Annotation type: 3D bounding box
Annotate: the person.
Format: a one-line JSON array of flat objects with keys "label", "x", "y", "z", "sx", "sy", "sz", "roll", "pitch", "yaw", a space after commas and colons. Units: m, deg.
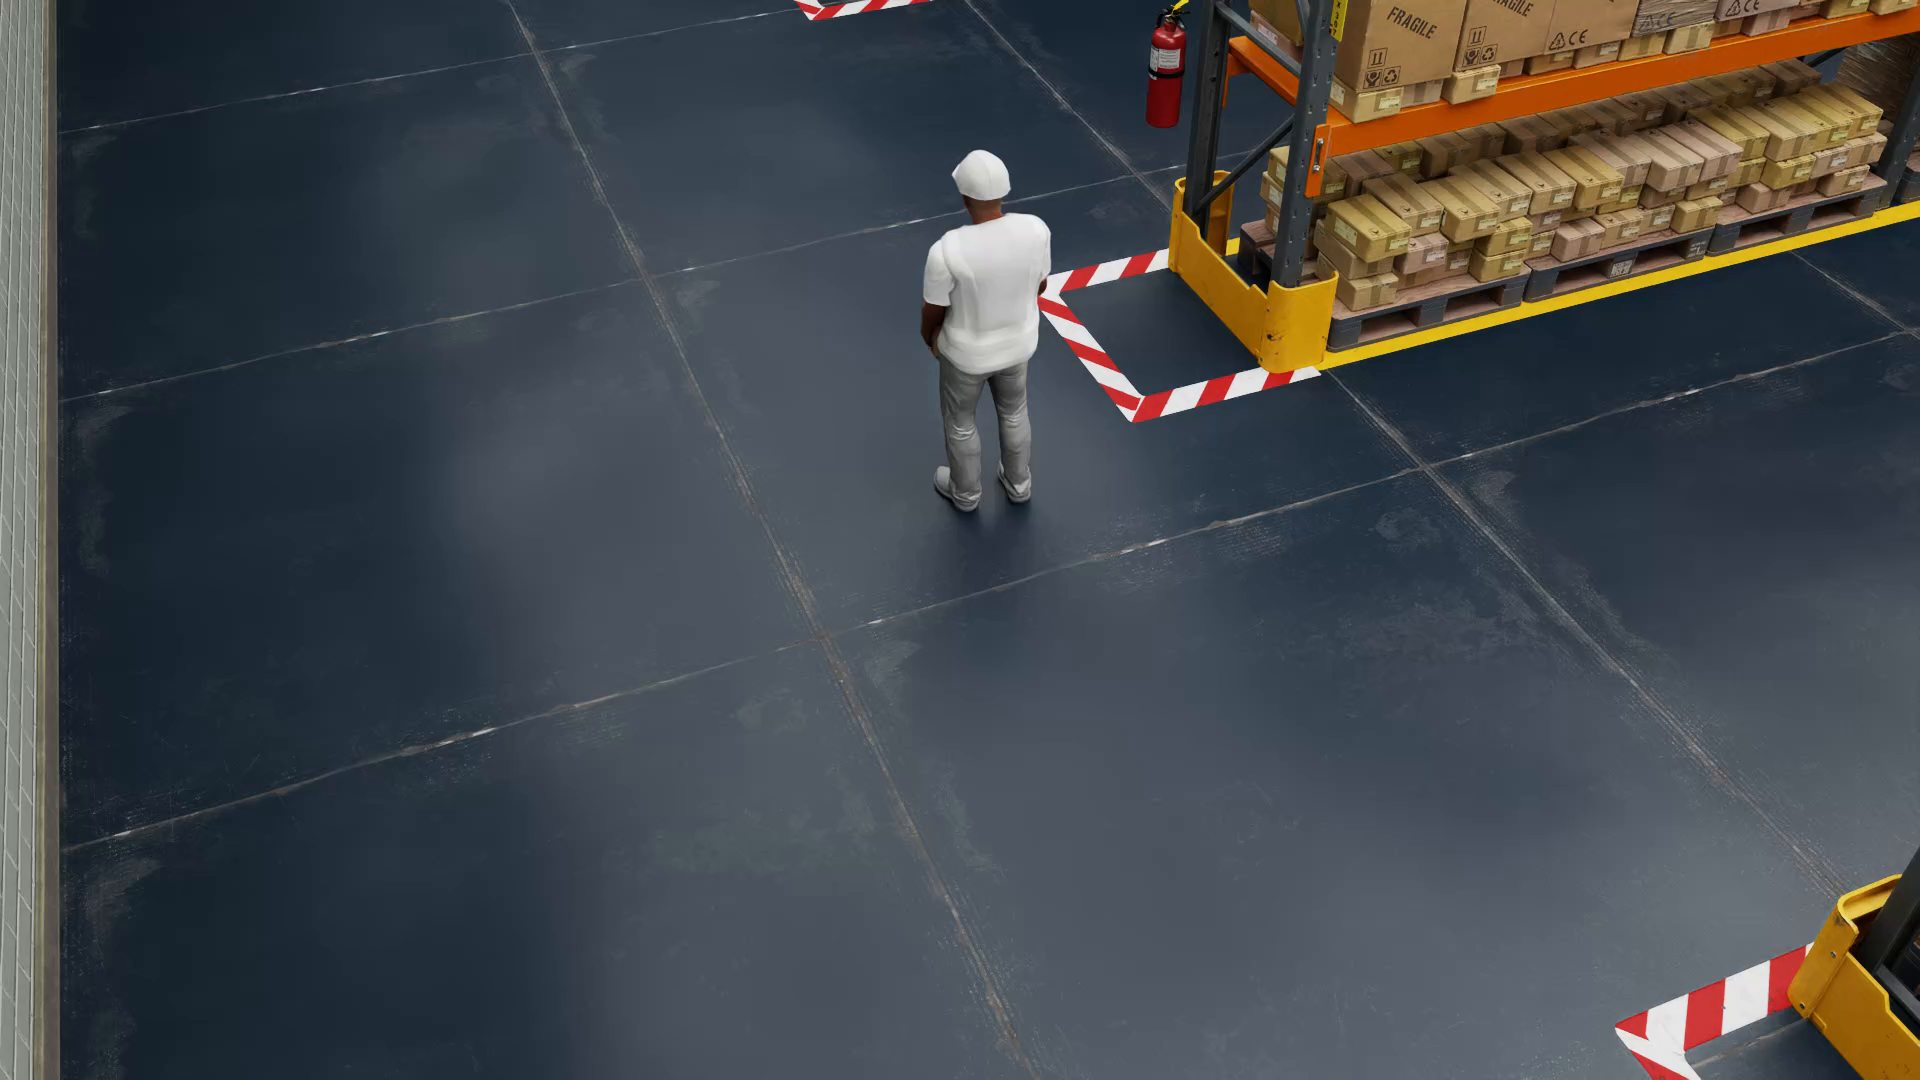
[{"label": "person", "x": 0.093, "y": -0.863, "z": 7.116, "sx": 0.572, "sy": 1.767, "sz": 0.470, "roll": -16, "pitch": 44, "yaw": -17}]
